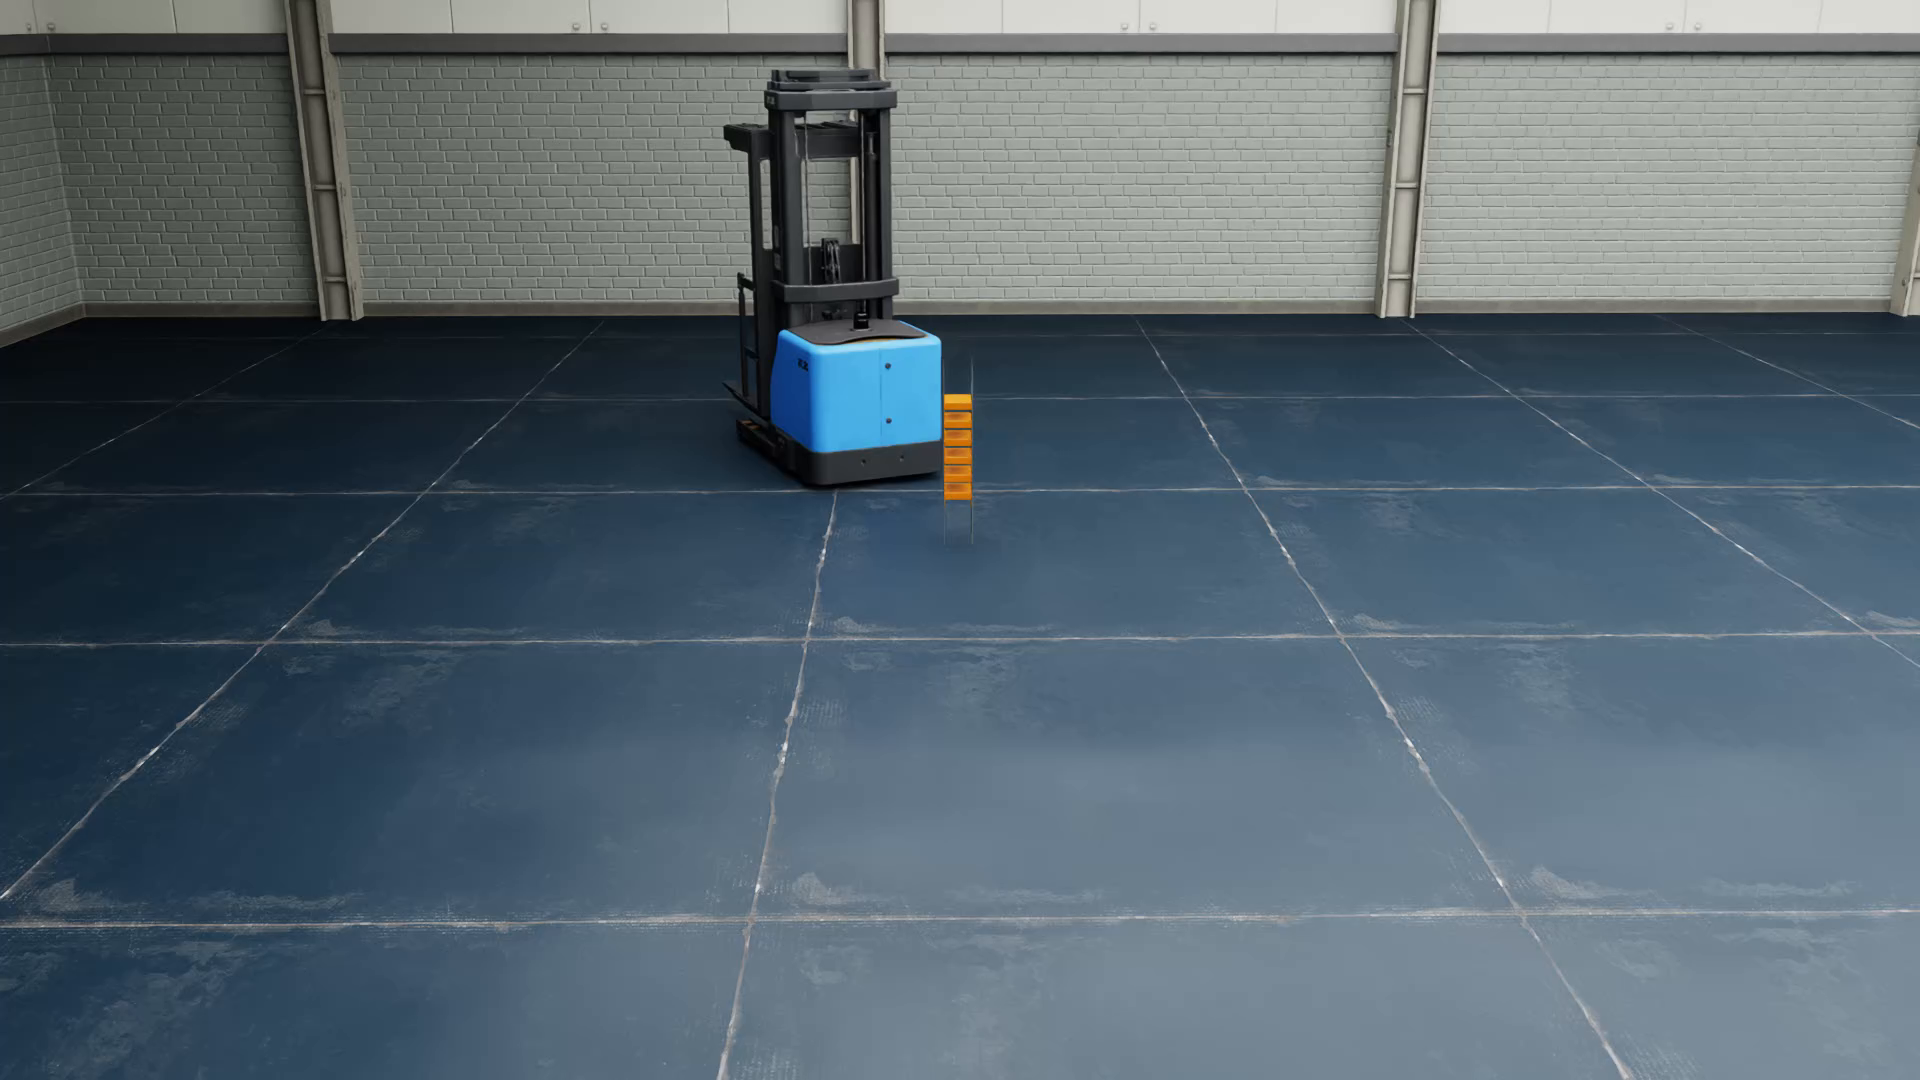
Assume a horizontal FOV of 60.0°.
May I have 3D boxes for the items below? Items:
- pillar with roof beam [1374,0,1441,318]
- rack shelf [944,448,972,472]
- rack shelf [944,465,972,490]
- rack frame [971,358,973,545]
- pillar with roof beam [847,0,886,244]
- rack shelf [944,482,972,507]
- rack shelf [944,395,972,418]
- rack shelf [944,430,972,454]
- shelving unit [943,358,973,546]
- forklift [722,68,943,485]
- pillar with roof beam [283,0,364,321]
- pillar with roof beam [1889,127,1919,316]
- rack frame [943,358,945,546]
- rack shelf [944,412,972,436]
[{"bbox_3d":[5.050,-5.550,13.618,0.400,9.000,9.100,0,18,-1],"label":"pillar with roof beam"},{"bbox_3d":[-0.014,-0.529,10.878,0.180,0.103,0.258,0,18,-1],"label":"rack shelf"},{"bbox_3d":[-0.014,-0.415,10.914,0.180,0.103,0.258,0,18,-1],"label":"rack shelf"},{"bbox_3d":[0.077,-0.572,10.865,0.006,1.200,0.240,0,18,-1],"label":"rack frame"},{"bbox_3d":[-0.949,-5.521,13.527,0.400,9.000,9.100,0,18,-1],"label":"pillar with roof beam"},{"bbox_3d":[-0.014,-0.300,10.951,0.180,0.103,0.258,0,18,-1],"label":"rack shelf"},{"bbox_3d":[-0.014,-0.872,10.768,0.180,0.103,0.258,0,18,-1],"label":"rack shelf"},{"bbox_3d":[-0.014,-0.643,10.841,0.180,0.103,0.258,0,18,-1],"label":"rack shelf"},{"bbox_3d":[-0.014,-0.571,10.864,0.189,1.200,0.258,0,18,-1],"label":"shelving unit"},{"bbox_3d":[-1.179,-2.204,13.120,1.130,2.935,3.031,-8,19,-23],"label":"forklift"},{"bbox_3d":[-6.949,-5.492,13.437,0.400,9.000,9.100,0,18,-1],"label":"pillar with roof beam"},{"bbox_3d":[11.049,-5.579,13.708,0.400,9.000,9.100,0,18,-1],"label":"pillar with roof beam"},{"bbox_3d":[-0.106,-0.571,10.863,0.006,1.200,0.240,0,18,-1],"label":"rack frame"},{"bbox_3d":[-0.014,-0.757,10.804,0.180,0.103,0.258,0,18,-1],"label":"rack shelf"}]
